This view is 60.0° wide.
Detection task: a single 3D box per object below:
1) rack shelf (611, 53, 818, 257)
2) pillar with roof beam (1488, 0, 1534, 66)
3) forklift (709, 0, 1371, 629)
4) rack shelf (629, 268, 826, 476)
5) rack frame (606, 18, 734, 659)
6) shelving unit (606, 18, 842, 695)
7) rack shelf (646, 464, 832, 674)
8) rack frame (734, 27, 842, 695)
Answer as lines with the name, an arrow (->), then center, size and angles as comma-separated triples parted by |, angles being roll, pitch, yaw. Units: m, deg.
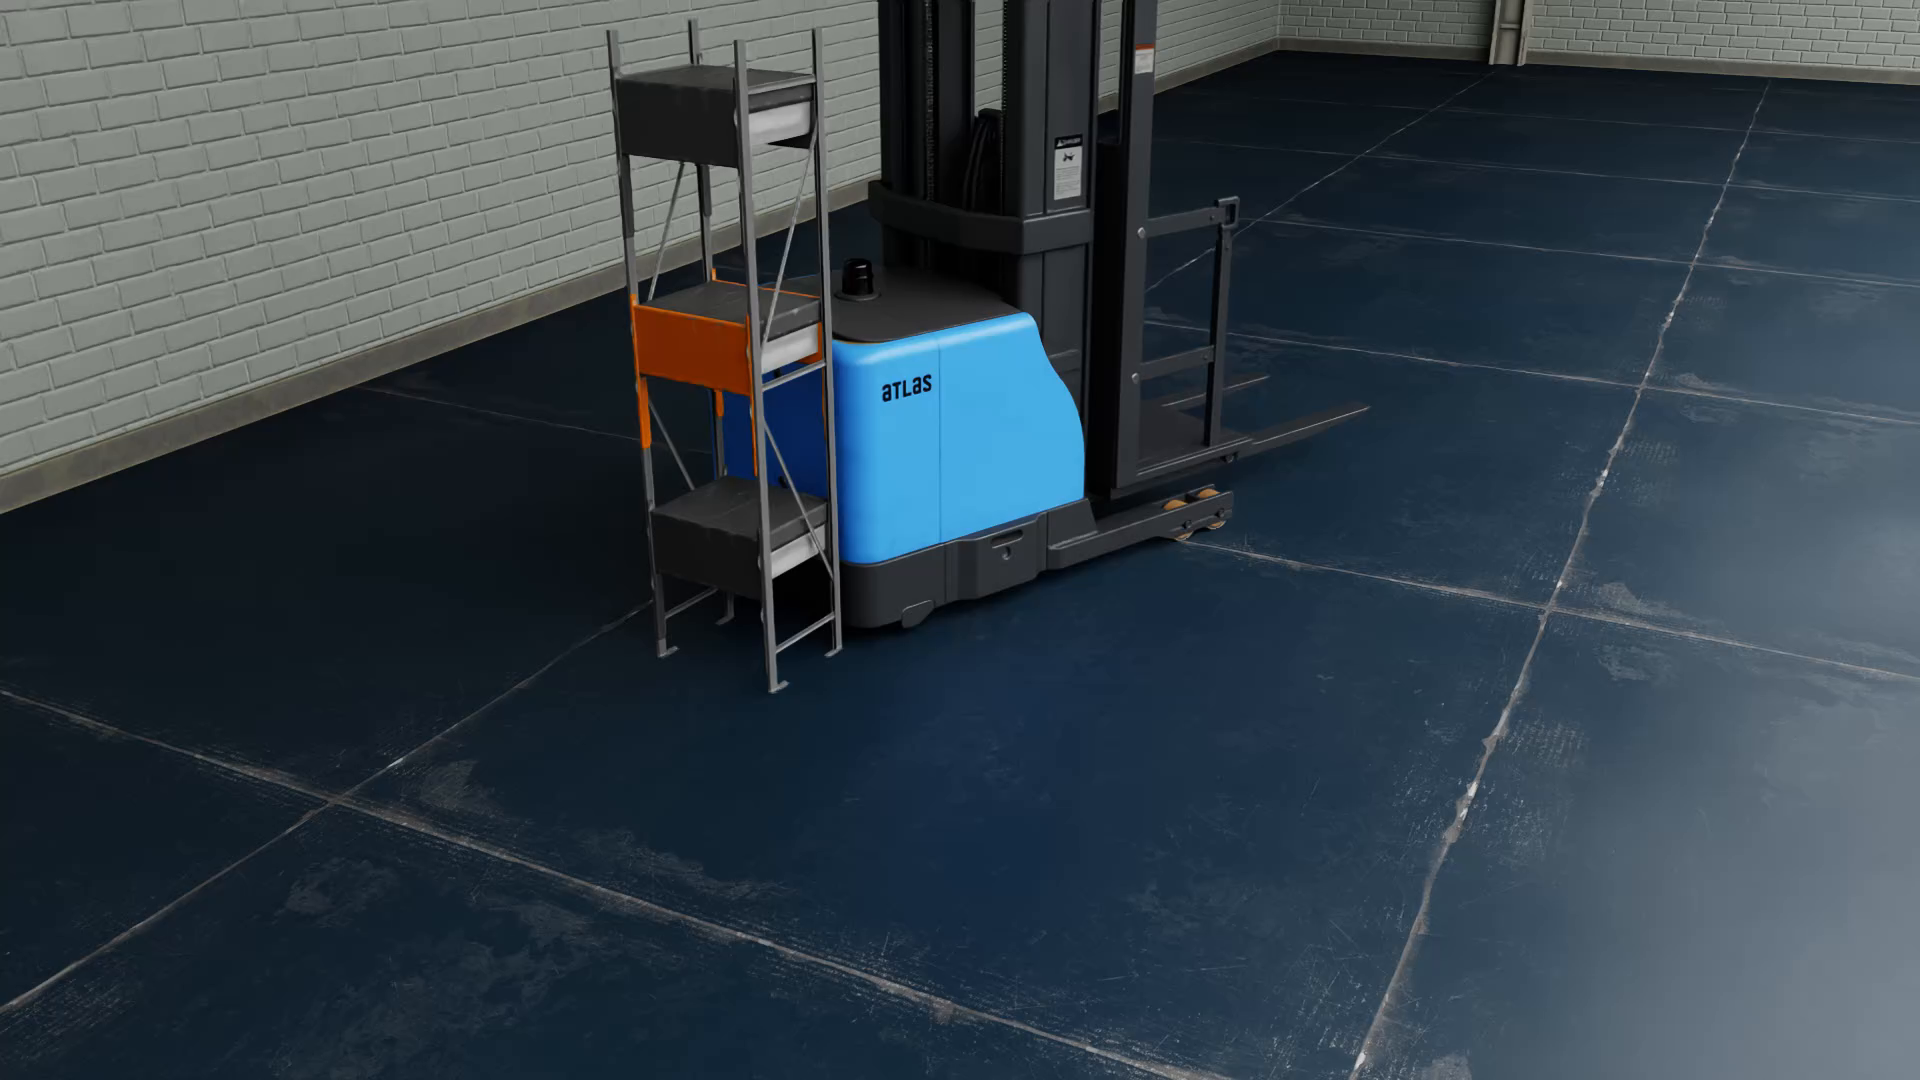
rack shelf -> -0.736, -1.201, 5.136 | 0.480, 0.518, 0.431 | 14, 27, 30
pillar with roof beam -> 4.861, -8.563, 15.388 | 0.400, 9.000, 9.100 | 11, 25, 25
forklift -> 0.501, -1.487, 6.502 | 3.031, 2.935, 1.130 | -18, 29, -35
rack shelf -> -0.735, -0.556, 5.409 | 0.480, 0.518, 0.431 | 14, 27, 30
rack frame -> -0.941, -0.620, 5.524 | 0.015, 2.100, 0.400 | 14, 27, 30
shelving unit -> -0.735, -0.569, 5.404 | 0.503, 2.100, 0.431 | 14, 27, 30
rack shelf -> -0.734, 0.088, 5.682 | 0.480, 0.518, 0.431 | 14, 27, 30
rack frame -> -0.529, -0.518, 5.283 | 0.015, 2.100, 0.400 | 14, 27, 30
